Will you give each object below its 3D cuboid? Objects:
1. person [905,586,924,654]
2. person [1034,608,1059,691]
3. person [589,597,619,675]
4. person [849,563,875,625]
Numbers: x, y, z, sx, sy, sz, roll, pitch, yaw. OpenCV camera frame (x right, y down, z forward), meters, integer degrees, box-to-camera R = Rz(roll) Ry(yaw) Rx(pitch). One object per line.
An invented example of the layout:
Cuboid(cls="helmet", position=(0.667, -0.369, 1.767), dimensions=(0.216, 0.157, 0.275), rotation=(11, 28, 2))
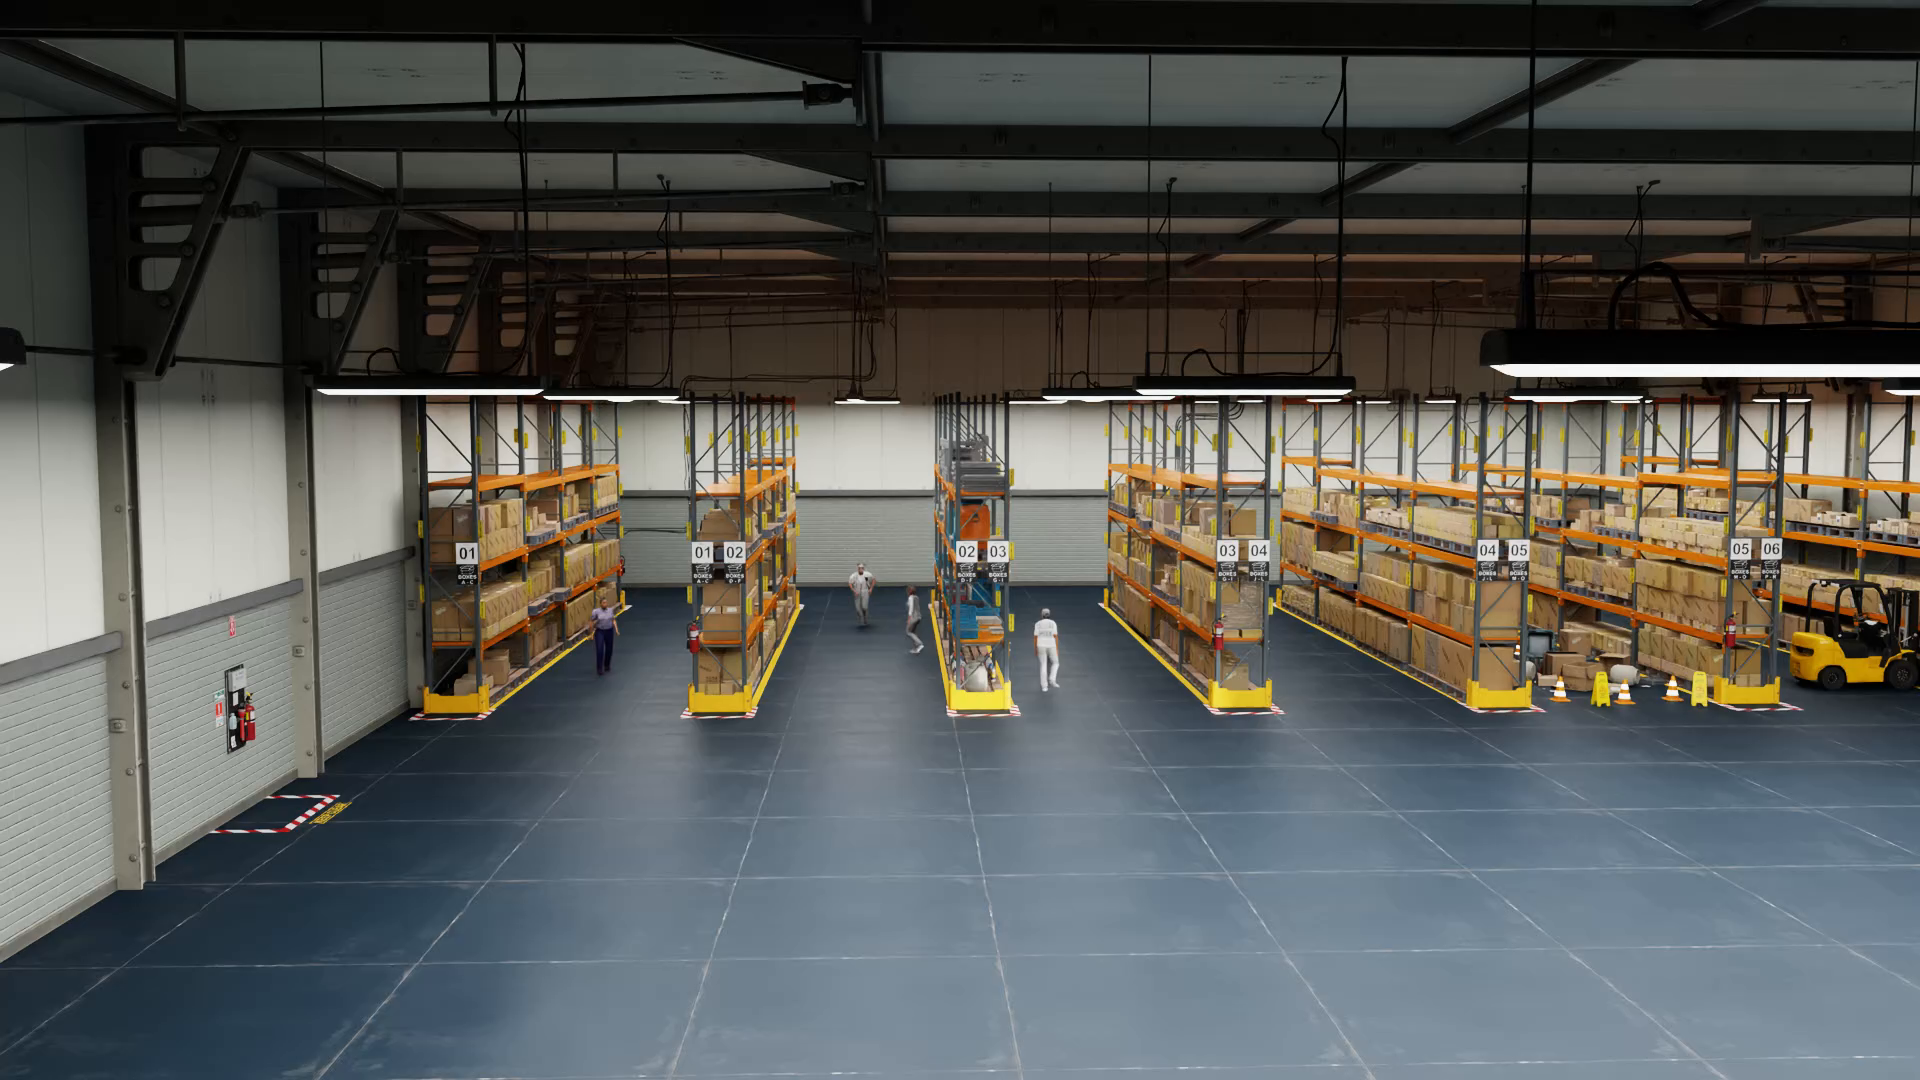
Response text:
Cuboid(cls="person", position=(-1.027, 1.847, 38.670), dimensions=(0.490, 1.578, 0.508), rotation=(2, 5, 22))
Cuboid(cls="person", position=(1.751, 2.201, 33.561), dimensions=(0.530, 1.652, 0.457), rotation=(1, 5, 9))
Cuboid(cls="person", position=(-7.671, 2.042, 35.811), dimensions=(0.581, 1.645, 0.741), rotation=(-3, 5, -30))
Cuboid(cls="person", position=(-2.559, 1.408, 43.456), dimensions=(0.669, 1.682, 0.735), rotation=(0, 5, 6))
